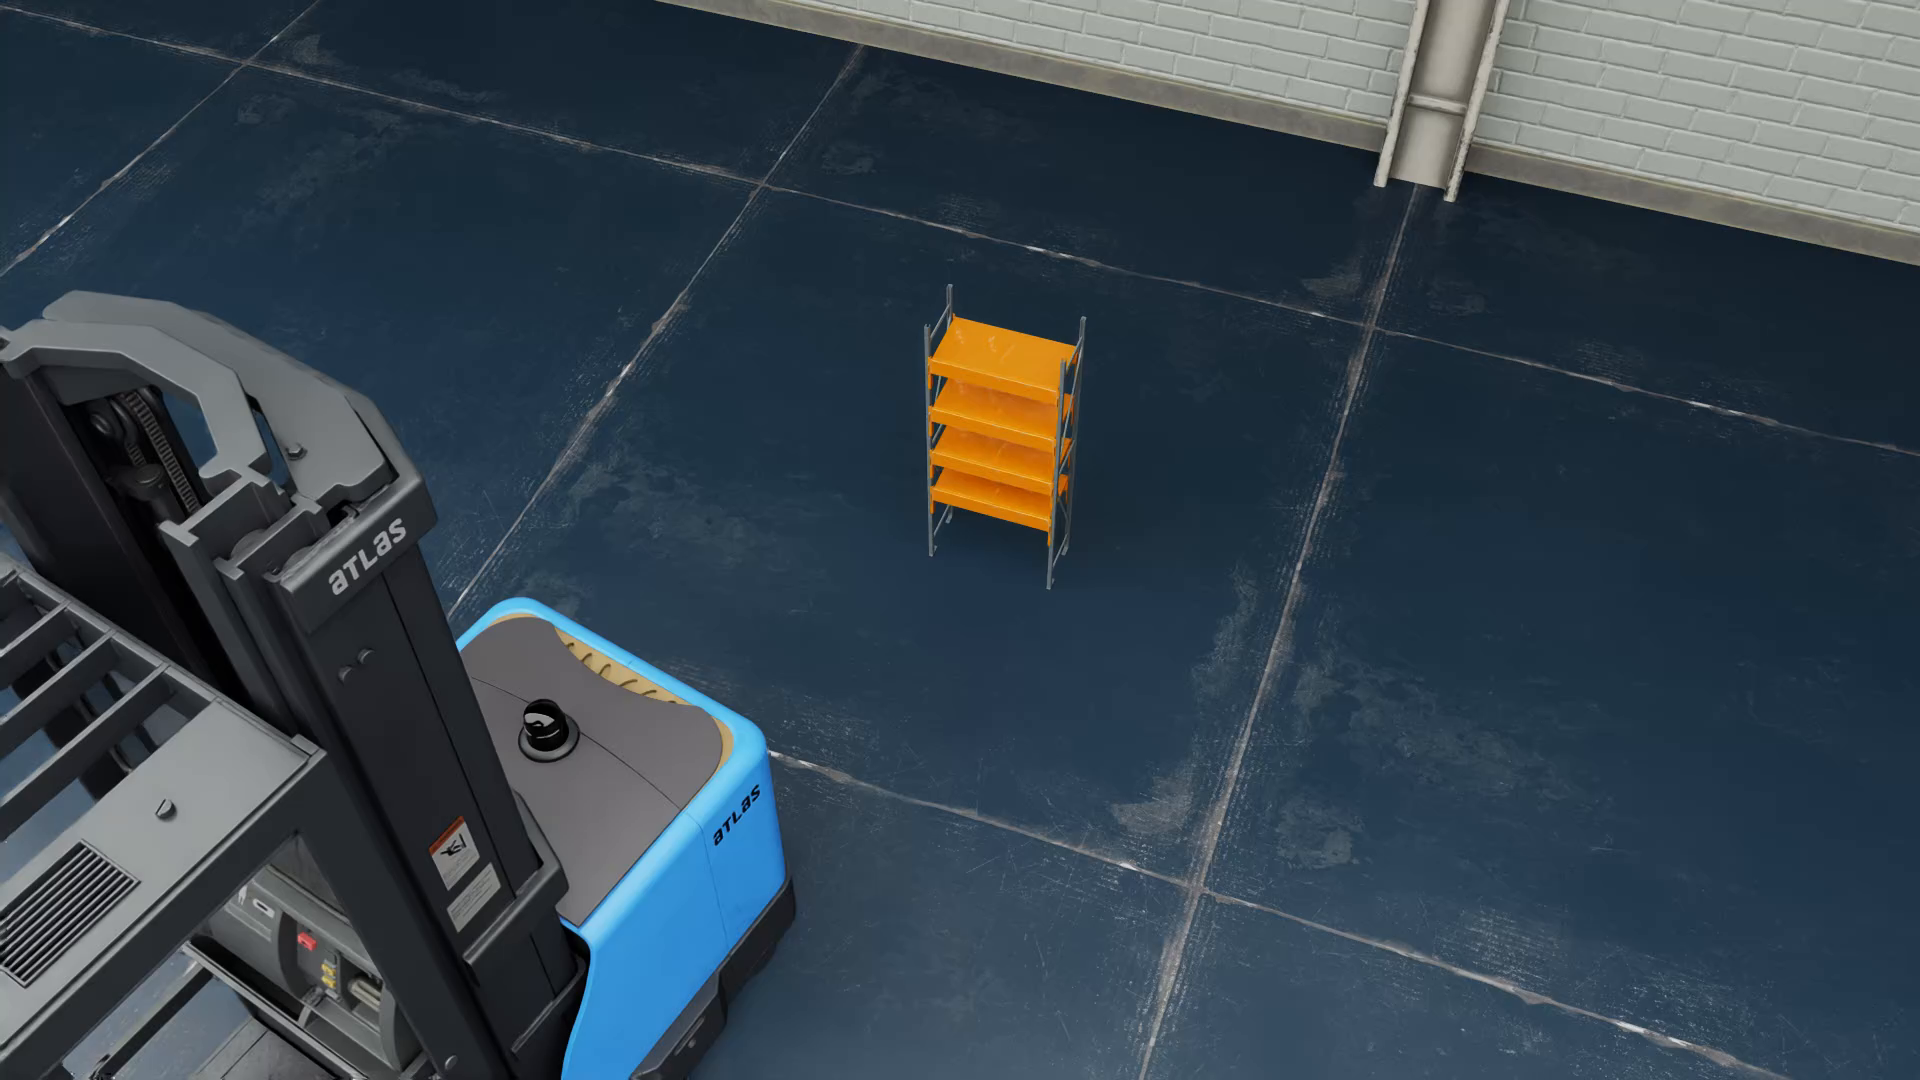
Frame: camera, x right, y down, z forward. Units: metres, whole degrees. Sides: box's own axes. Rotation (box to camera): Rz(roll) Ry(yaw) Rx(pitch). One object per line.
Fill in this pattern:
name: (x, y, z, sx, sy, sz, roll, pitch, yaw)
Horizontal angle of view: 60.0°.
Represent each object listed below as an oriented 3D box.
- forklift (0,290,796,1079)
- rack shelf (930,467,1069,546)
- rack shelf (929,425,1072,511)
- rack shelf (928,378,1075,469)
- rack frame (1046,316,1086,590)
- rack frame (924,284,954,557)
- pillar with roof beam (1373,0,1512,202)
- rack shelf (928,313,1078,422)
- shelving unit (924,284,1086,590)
forklift: (-1.759, 1.027, 3.787, 1.130, 2.935, 3.031, 26, 54, 21)
rack shelf: (0.155, -0.176, 6.326, 0.480, 0.148, 0.258, 16, 51, 13)
rack shelf: (0.155, -0.306, 6.176, 0.480, 0.148, 0.258, 16, 51, 13)
rack shelf: (0.155, -0.452, 6.007, 0.480, 0.148, 0.258, 16, 51, 13)
rack frame: (0.384, -0.286, 6.070, 0.015, 1.200, 0.240, 16, 51, 13)
rack frame: (-0.074, -0.414, 6.181, 0.015, 1.200, 0.240, 16, 51, 13)
pillar with roof beam: (0.765, -1.687, 2.124, 0.400, 9.000, 9.100, 16, 51, 13)
rack shelf: (0.155, -0.607, 5.829, 0.480, 0.148, 0.258, 16, 51, 13)
shelving unit: (0.155, -0.350, 6.126, 0.503, 1.200, 0.258, 16, 51, 13)
